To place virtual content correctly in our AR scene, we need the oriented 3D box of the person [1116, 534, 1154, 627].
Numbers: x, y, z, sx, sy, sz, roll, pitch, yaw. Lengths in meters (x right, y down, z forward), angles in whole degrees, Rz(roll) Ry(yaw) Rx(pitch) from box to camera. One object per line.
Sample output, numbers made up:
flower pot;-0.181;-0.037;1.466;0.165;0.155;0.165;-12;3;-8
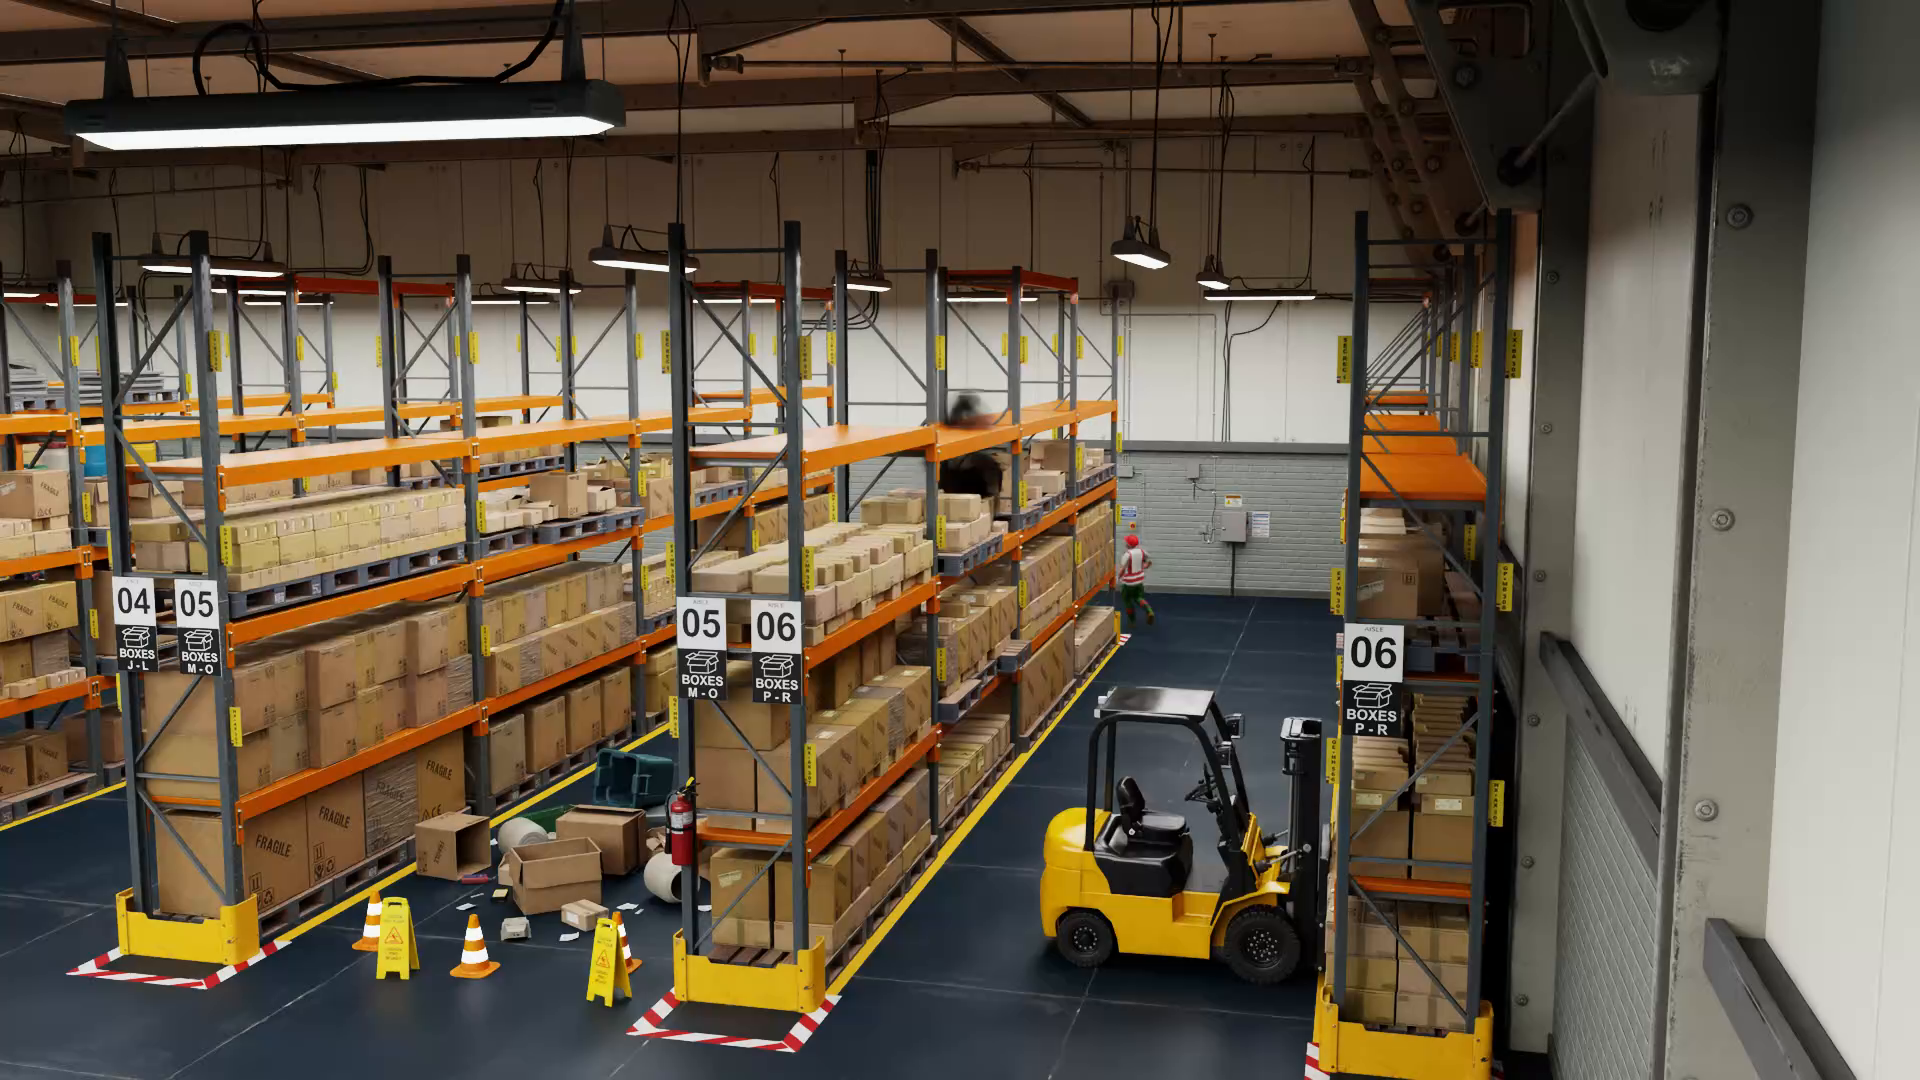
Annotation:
person;3.022;0.729;29.436;0.733;1.710;0.764;-3;8;-25
